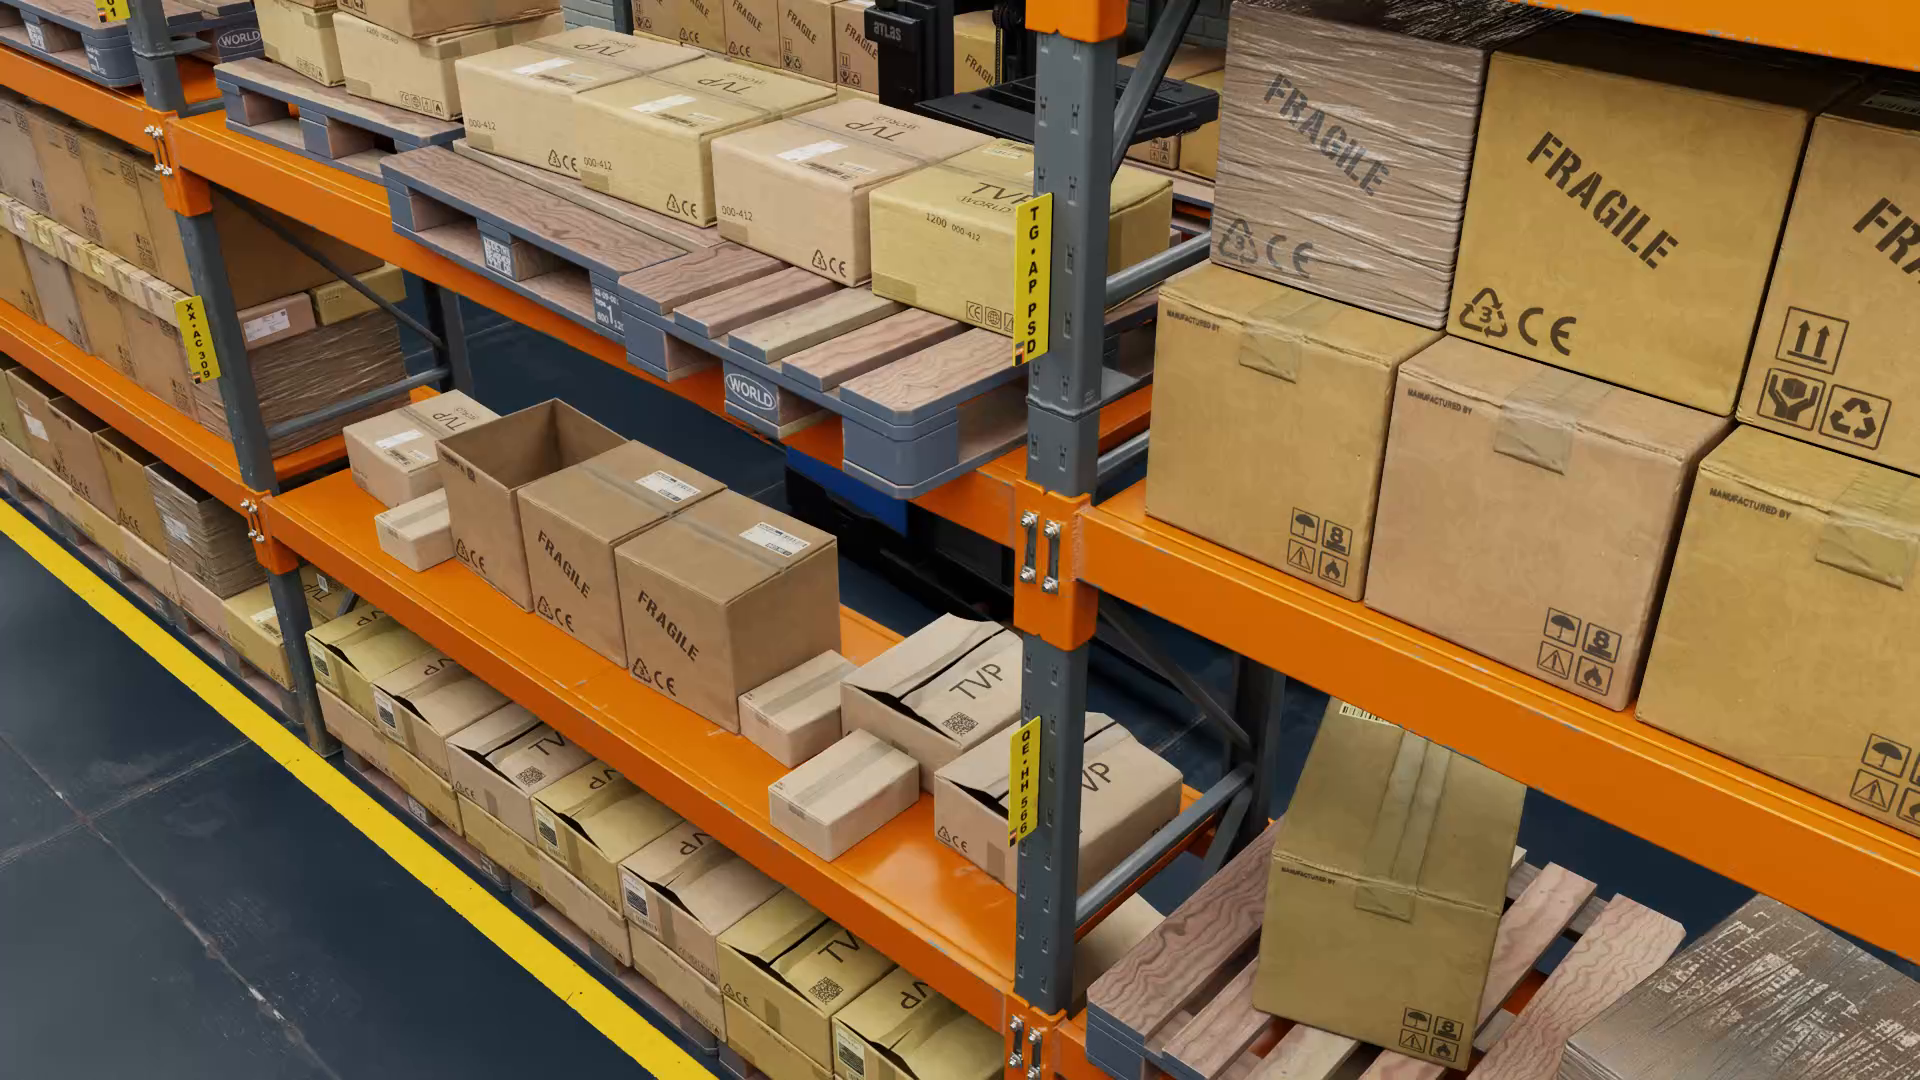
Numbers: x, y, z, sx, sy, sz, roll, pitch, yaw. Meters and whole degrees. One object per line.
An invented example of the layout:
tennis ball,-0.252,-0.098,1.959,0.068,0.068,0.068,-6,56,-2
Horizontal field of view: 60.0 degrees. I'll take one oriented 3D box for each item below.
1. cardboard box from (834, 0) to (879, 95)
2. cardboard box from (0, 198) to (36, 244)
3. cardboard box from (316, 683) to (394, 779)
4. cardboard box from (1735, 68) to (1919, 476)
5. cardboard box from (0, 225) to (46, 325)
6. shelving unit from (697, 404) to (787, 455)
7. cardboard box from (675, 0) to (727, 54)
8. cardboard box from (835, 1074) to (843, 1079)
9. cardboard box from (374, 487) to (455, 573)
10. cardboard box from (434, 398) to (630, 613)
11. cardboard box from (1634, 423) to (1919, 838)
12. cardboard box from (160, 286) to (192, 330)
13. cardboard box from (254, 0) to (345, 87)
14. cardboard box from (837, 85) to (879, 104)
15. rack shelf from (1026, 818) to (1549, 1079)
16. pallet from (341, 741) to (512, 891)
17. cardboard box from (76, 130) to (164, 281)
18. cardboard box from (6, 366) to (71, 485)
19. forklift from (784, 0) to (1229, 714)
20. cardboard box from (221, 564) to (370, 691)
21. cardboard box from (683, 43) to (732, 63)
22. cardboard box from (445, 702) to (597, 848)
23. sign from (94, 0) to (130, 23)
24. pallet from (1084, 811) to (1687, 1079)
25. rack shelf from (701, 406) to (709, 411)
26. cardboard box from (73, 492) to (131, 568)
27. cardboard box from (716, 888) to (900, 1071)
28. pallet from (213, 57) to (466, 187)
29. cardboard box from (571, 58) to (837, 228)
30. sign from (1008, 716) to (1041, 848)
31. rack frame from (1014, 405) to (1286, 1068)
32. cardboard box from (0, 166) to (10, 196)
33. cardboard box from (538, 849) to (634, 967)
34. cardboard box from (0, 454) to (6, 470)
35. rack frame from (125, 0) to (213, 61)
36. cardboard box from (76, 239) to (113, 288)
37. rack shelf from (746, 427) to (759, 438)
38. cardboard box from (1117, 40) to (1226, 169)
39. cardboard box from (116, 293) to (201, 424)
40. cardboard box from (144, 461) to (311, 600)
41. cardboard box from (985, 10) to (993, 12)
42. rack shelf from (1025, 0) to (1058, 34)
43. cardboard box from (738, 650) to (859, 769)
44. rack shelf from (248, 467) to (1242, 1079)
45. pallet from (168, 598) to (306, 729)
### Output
cardboard box,-0.426,-3.103,10.394,0.500,0.500,0.500,24,38,34
cardboard box,-4.129,-1.502,7.611,0.250,0.149,0.380,25,39,36
cardboard box,-2.316,0.685,6.962,0.500,0.250,0.500,24,38,34
cardboard box,1.592,-0.413,2.552,0.500,0.500,0.500,25,39,35
cardboard box,-4.321,-1.454,8.160,0.500,0.500,0.700,25,39,35
shelving unit,-1.247,-0.801,9.893,0.258,0.189,1.200,-26,39,-36
cardboard box,-1.582,-3.638,11.283,0.500,0.500,0.500,25,39,35
cardboard box,-0.037,1.746,5.199,0.500,0.250,0.500,26,40,36
cardboard box,-1.929,-0.055,6.176,0.250,0.149,0.380,25,39,35
cardboard box,-1.500,-0.136,5.970,0.500,0.500,0.500,-26,40,-36
cardboard box,1.626,0.004,2.830,0.500,0.500,0.910,25,39,35
cardboard box,-2.977,-0.966,6.721,0.250,0.149,0.380,24,39,34
cardboard box,-1.999,-1.731,5.547,0.500,0.250,0.500,-25,39,-35
cardboard box,-0.430,-2.779,10.584,0.500,0.250,0.500,25,39,35
rack shelf,1.999,1.838,3.487,4.000,0.370,1.077,25,39,35
pallet,-1.877,0.888,7.071,1.213,0.211,1.003,25,39,35
cardboard box,-3.158,-1.471,6.931,0.500,0.500,0.700,25,39,35
cardboard box,-4.415,-0.644,8.443,0.500,0.500,0.500,25,39,35
forklift,0.416,-1.013,7.591,1.130,2.935,3.031,-25,39,-35
cardboard box,-2.940,0.374,7.479,0.500,0.250,0.500,25,39,35
cardboard box,-1.550,-3.307,11.461,0.500,0.250,0.500,24,38,34
cardboard box,-1.558,0.803,6.223,0.500,0.311,0.500,24,38,34
sign,-2.821,-1.875,5.470,0.005,0.325,0.100,25,39,35
pallet,1.066,1.127,4.155,1.003,0.211,1.213,25,39,35
rack shelf,-1.462,-0.921,10.091,0.258,0.180,0.103,-26,39,-36
cardboard box,-4.056,-0.143,8.338,0.500,0.250,0.500,25,39,35
cardboard box,-0.427,1.331,5.347,0.500,0.311,0.500,24,39,34
pallet,-1.787,-1.450,5.527,1.217,0.209,0.805,23,38,33
cardboard box,-0.675,-1.076,4.459,0.500,0.250,0.500,24,39,34
sign,0.146,0.555,3.798,0.005,0.325,0.100,25,39,35
rack frame,0.516,0.837,4.451,0.127,3.000,1.000,25,39,35
cardboard box,-4.270,-1.991,7.795,0.500,0.500,0.700,25,39,35
cardboard box,-1.176,1.217,6.078,0.500,0.250,0.500,26,40,36
cardboard box,-5.167,-0.663,9.201,0.500,0.250,0.500,25,39,35
rack frame,-2.449,-3.117,5.203,0.127,3.000,1.000,25,39,35
cardboard box,-3.548,-1.233,7.164,0.250,0.149,0.380,25,39,35
rack shelf,-1.136,-0.739,9.790,0.258,0.180,0.103,-26,39,-36
cardboard box,1.227,-2.485,9.446,0.500,0.500,0.700,25,39,35
cardboard box,-3.178,-0.921,7.275,0.500,0.500,0.700,25,39,35
cardboard box,-3.303,-0.125,7.581,0.500,0.500,0.500,25,39,35
cardboard box,0.283,-3.131,10.442,0.500,0.500,0.500,25,39,35
rack shelf,-0.966,-1.946,4.342,4.000,0.370,1.077,25,39,35
cardboard box,-0.467,0.525,5.213,0.380,0.149,0.250,-26,40,-36
rack shelf,-0.966,0.453,5.786,4.000,0.370,1.077,25,39,35
pallet,-3.011,0.356,7.954,1.213,0.211,1.003,25,39,35
